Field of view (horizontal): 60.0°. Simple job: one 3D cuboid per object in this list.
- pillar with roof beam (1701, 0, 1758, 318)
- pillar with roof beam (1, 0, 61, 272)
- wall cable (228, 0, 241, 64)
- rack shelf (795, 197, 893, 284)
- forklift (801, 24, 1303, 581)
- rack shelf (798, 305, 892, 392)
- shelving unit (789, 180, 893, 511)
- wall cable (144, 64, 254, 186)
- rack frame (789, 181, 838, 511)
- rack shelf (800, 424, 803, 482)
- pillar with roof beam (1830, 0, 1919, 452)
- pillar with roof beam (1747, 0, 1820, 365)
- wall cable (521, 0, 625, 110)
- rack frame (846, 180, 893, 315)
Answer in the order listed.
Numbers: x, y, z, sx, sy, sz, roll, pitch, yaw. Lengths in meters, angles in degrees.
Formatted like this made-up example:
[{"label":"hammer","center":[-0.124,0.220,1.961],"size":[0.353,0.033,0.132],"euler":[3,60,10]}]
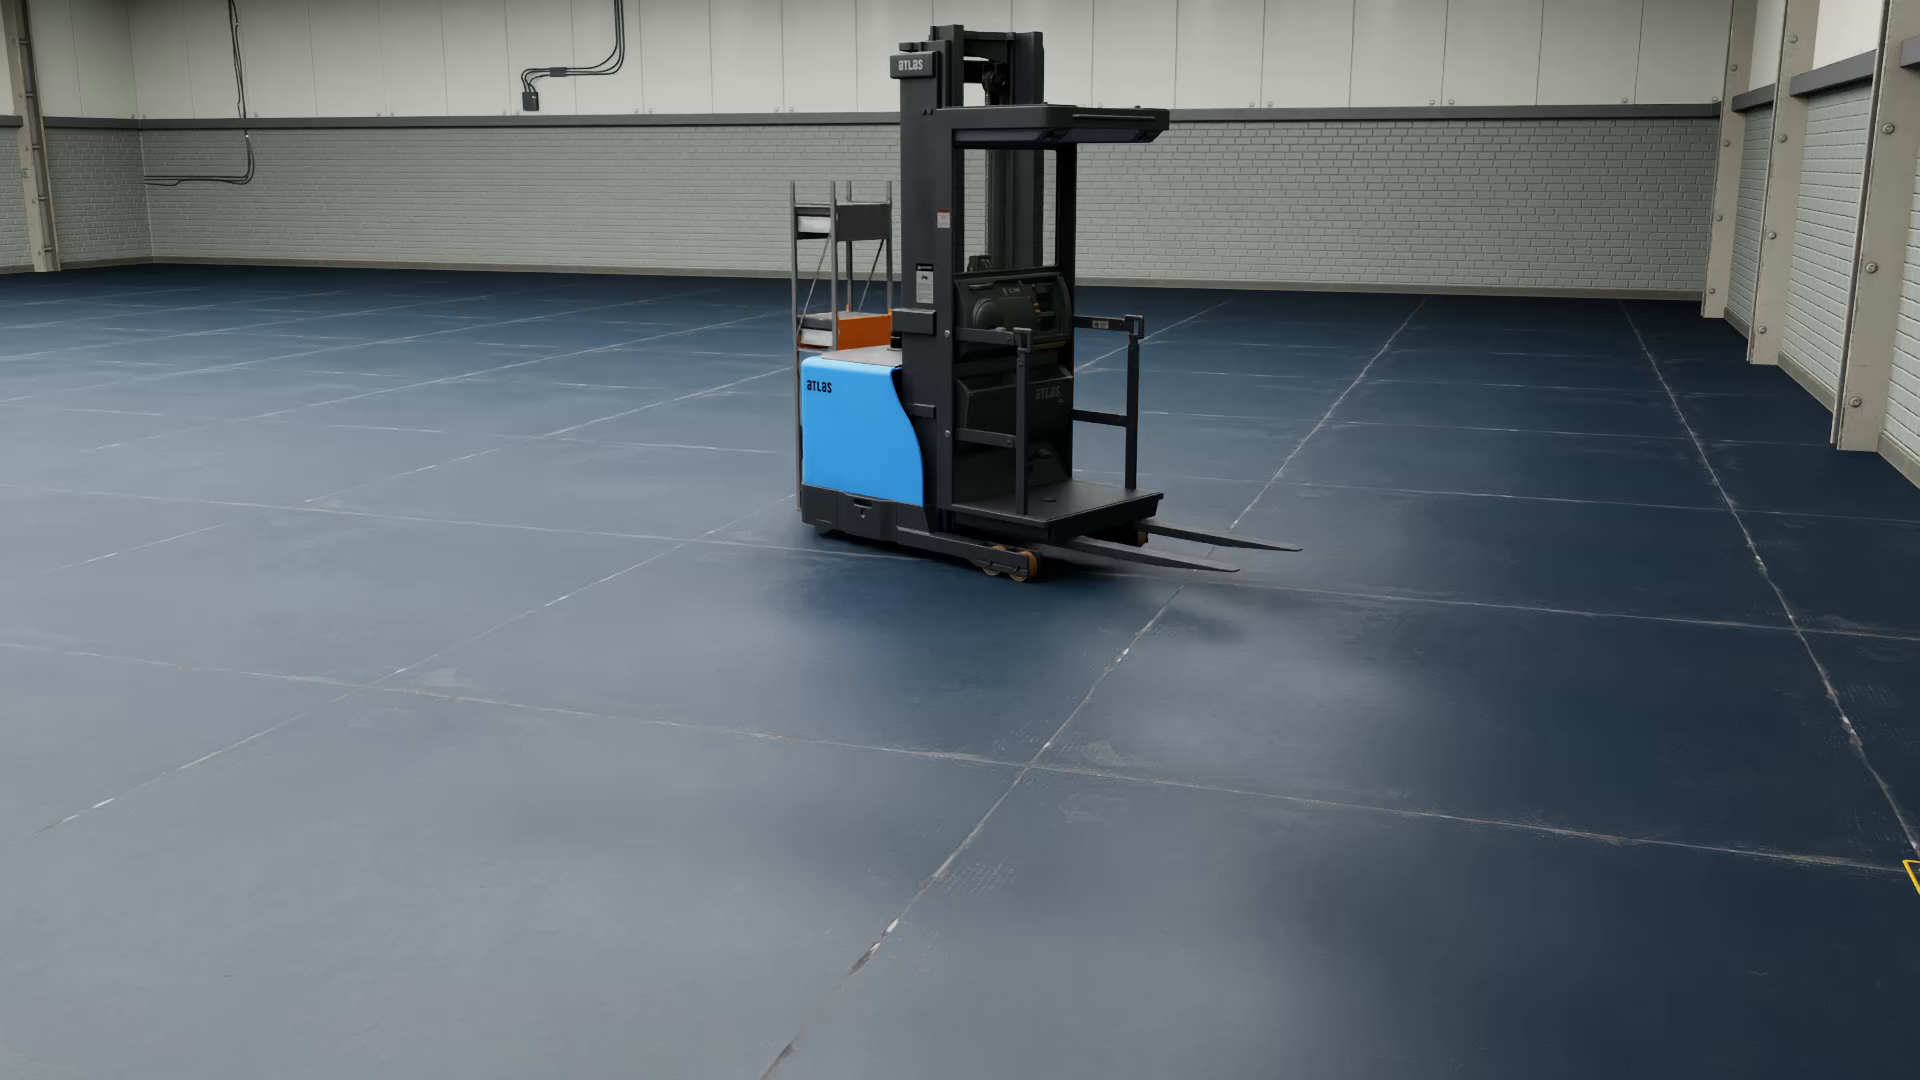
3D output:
[{"label":"pillar with roof beam","center":[6.938,-7.965,24.663],"size":[9.100,9.000,0.400],"euler":[4,14,18]},{"label":"pillar with roof beam","center":[-14.720,-9.613,31.883],"size":[9.100,9.000,0.400],"euler":[4,14,18]},{"label":"wall cable","center":[-14.029,-11.202,34.472],"size":[3.097,2.526,0.112],"euler":[4,14,18]},{"label":"rack shelf","center":[-0.747,-1.898,10.499],"size":[0.431,0.518,0.480],"euler":[11,17,41]},{"label":"forklift","center":[0.465,-1.336,9.254],"size":[3.031,2.935,1.130],"euler":[11,17,41]},{"label":"rack shelf","center":[-0.747,-1.215,10.655],"size":[0.431,0.518,0.480],"euler":[11,17,41]},{"label":"shelving unit","center":[-0.747,-1.229,10.652],"size":[0.431,2.100,0.503],"euler":[11,17,41]},{"label":"wall cable","center":[-16.589,-8.934,35.887],"size":[3.097,2.526,0.112],"euler":[4,14,18]},{"label":"rack frame","center":[-0.911,-1.188,10.476],"size":[0.400,2.100,0.015],"euler":[11,17,41]},{"label":"rack shelf","center":[-0.747,-0.533,10.810],"size":[0.431,0.518,0.480],"euler":[11,17,41]},{"label":"pillar with roof beam","center":[3.056,-5.439,13.593],"size":[9.100,9.000,0.400],"euler":[4,14,18]},{"label":"pillar with roof beam","center":[4.997,-6.702,19.128],"size":[9.100,9.000,0.400],"euler":[4,14,18]},{"label":"wall cable","center":[-7.612,-11.419,32.154],"size":[2.305,6.003,0.169],"euler":[4,14,18]},{"label":"rack frame","center":[-0.582,-1.269,10.827],"size":[0.400,2.100,0.015],"euler":[11,17,41]}]
